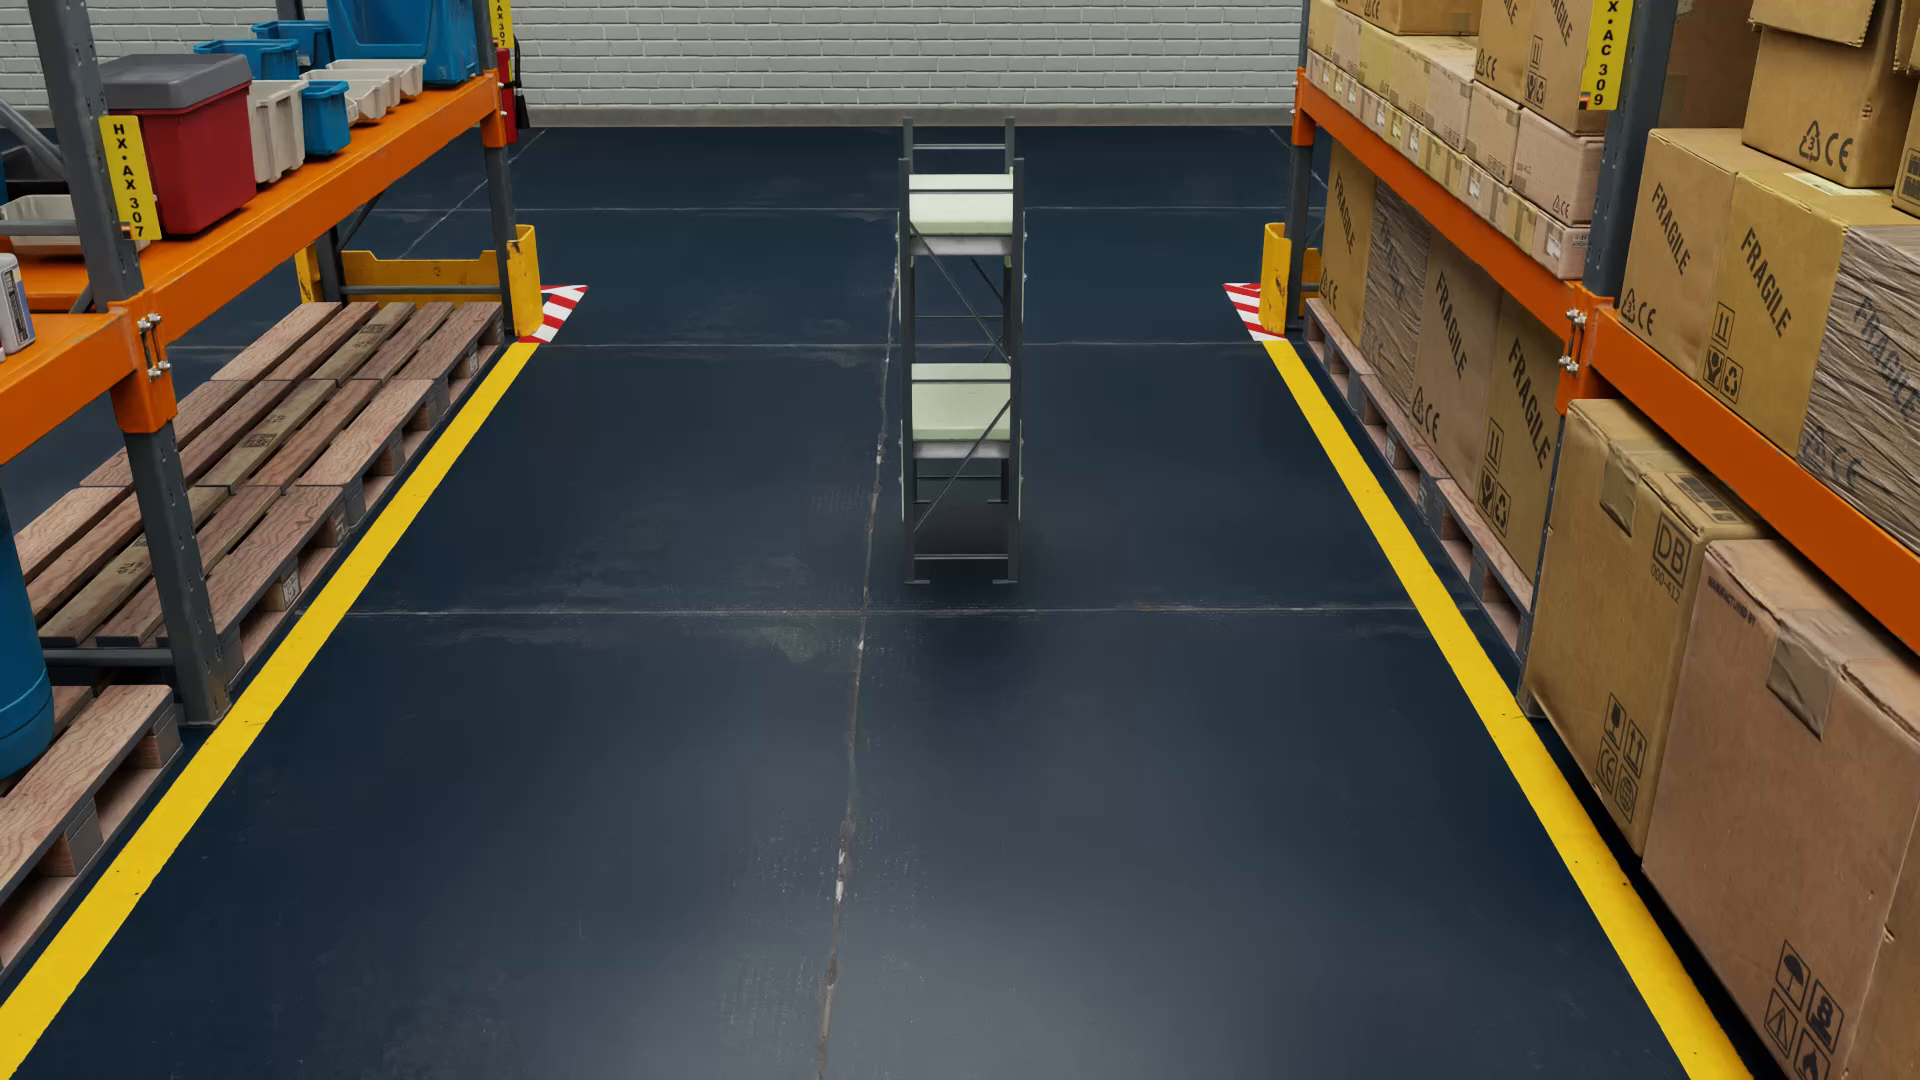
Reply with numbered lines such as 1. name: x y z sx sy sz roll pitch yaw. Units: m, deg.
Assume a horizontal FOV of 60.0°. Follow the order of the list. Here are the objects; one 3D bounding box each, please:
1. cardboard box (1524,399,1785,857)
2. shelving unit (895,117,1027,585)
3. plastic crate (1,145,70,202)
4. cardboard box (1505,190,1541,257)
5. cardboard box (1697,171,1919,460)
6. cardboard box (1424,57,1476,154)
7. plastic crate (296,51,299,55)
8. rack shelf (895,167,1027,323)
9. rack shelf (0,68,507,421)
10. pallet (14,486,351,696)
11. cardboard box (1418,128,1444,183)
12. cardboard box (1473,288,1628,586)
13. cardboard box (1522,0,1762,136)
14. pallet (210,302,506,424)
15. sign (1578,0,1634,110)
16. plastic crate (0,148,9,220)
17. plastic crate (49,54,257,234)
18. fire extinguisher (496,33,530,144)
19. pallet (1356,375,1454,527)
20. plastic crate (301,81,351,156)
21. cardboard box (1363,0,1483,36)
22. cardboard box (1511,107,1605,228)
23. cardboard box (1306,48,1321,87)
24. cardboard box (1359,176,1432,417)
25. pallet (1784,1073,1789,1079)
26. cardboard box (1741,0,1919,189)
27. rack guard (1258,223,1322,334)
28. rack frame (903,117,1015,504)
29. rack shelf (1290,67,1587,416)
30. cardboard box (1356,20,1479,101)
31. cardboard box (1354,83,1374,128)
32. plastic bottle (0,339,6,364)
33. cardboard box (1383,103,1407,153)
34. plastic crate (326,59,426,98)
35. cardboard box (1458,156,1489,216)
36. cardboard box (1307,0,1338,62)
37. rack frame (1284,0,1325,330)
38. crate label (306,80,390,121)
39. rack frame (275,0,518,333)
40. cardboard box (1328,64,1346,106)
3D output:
1. cardboard box: 2.246 0.195 4.248 1.225 0.875 0.875 0 24 0
2. shelving unit: 0.000 -0.681 5.935 0.431 1.500 0.755 0 24 -1
3. plastic crate: -3.015 -1.185 5.492 0.437 0.125 0.590 0 24 -1
4. cardboard box: 1.885 -0.962 5.041 0.380 0.149 0.250 0 24 0
5. cardboard box: 1.980 -0.493 3.579 0.500 0.500 0.500 0 24 0
6. cardboard box: 1.938 -1.517 5.785 0.500 0.250 0.500 0 24 1
7. plastic crate: -3.183 -2.143 7.595 0.250 0.136 0.298 0 24 -1
8. rack shelf: 0.000 -1.036 5.774 0.431 0.370 0.720 0 24 -1
9. rack shelf: -2.756 -1.320 6.401 1.077 0.370 4.000 0 24 -1
10. pallet: -2.781 0.144 5.674 1.003 0.211 1.213 0 24 -1
11. cardboard box: 1.873 -1.385 5.977 0.380 0.149 0.250 -1 24 -1
12. cardboard box: 2.292 -0.341 5.433 0.875 0.875 0.875 0 24 -1
13. cardboard box: 1.946 -1.443 4.711 0.500 0.500 0.500 0 24 1
14. pallet: -2.807 -0.861 7.897 1.003 0.211 1.213 0 24 -1
15. sign: 1.664 -1.273 4.278 0.100 0.325 0.005 0 24 -1
16. plastic crate: -3.080 -1.034 4.843 0.392 0.384 0.575 0 24 -1
17. plastic crate: -2.493 -1.249 5.221 0.402 0.464 0.583 0 24 -1
18. fire extinguisher: -2.325 -2.331 8.309 0.296 0.674 0.183 0 24 -1
19. pallet: 2.272 -0.393 6.862 1.003 0.211 1.213 0 24 -1
20. plastic crate: -2.499 -1.577 6.228 0.416 0.233 0.300 0 24 -1
21. cardboard box: 1.927 -2.284 6.571 0.500 0.500 0.500 -1 24 -2
22. cardboard box: 1.951 -1.093 4.849 0.500 0.250 0.500 -1 24 -2
23. cardboard box: 1.849 -2.232 7.849 0.380 0.149 0.250 0 24 0
24. cardboard box: 2.272 -1.079 7.064 0.875 0.875 0.875 0 24 -1
25. pallet: 2.319 1.247 3.238 1.003 0.211 1.213 0 24 -1
26. cardboard box: 2.234 -1.085 3.670 0.797 0.503 0.637 -1 24 -2
27. rack guard: 2.175 -1.365 8.661 1.175 0.500 0.348 0 24 -1
28. rack frame: -0.004 -0.831 6.268 0.400 1.500 0.023 0 24 -1
29. rack shelf: 2.197 -1.342 6.450 1.077 0.370 4.000 0 24 -1
30. cardboard box: 1.925 -1.941 6.722 0.500 0.250 0.500 -1 24 -2
31. cardboard box: 1.862 -1.808 6.913 0.380 0.149 0.250 -1 24 -2
32. plastic bottle: -2.378 -0.524 4.010 0.097 0.201 0.097 0 24 0
33. cardboard box: 1.867 -1.598 6.447 0.380 0.149 0.250 -1 24 -2
34. plastic crate: -2.588 -2.043 7.375 0.396 0.136 0.243 0 24 -1
35. cardboard box: 1.879 -1.173 5.509 0.380 0.149 0.250 0 24 0
36. cardboard box: 1.910 -2.362 7.653 0.500 0.250 0.500 -1 24 -2
37. rack frame: 2.175 -2.494 8.124 1.000 3.000 0.127 0 24 -1
38. crate label: -2.571 -1.809 6.858 0.396 0.136 0.243 0 24 -1
39. rack frame: -2.778 -2.472 8.075 1.000 3.000 0.127 0 24 -1
40. cardboard box: 1.856 -2.020 7.382 0.380 0.149 0.250 -1 24 -2
